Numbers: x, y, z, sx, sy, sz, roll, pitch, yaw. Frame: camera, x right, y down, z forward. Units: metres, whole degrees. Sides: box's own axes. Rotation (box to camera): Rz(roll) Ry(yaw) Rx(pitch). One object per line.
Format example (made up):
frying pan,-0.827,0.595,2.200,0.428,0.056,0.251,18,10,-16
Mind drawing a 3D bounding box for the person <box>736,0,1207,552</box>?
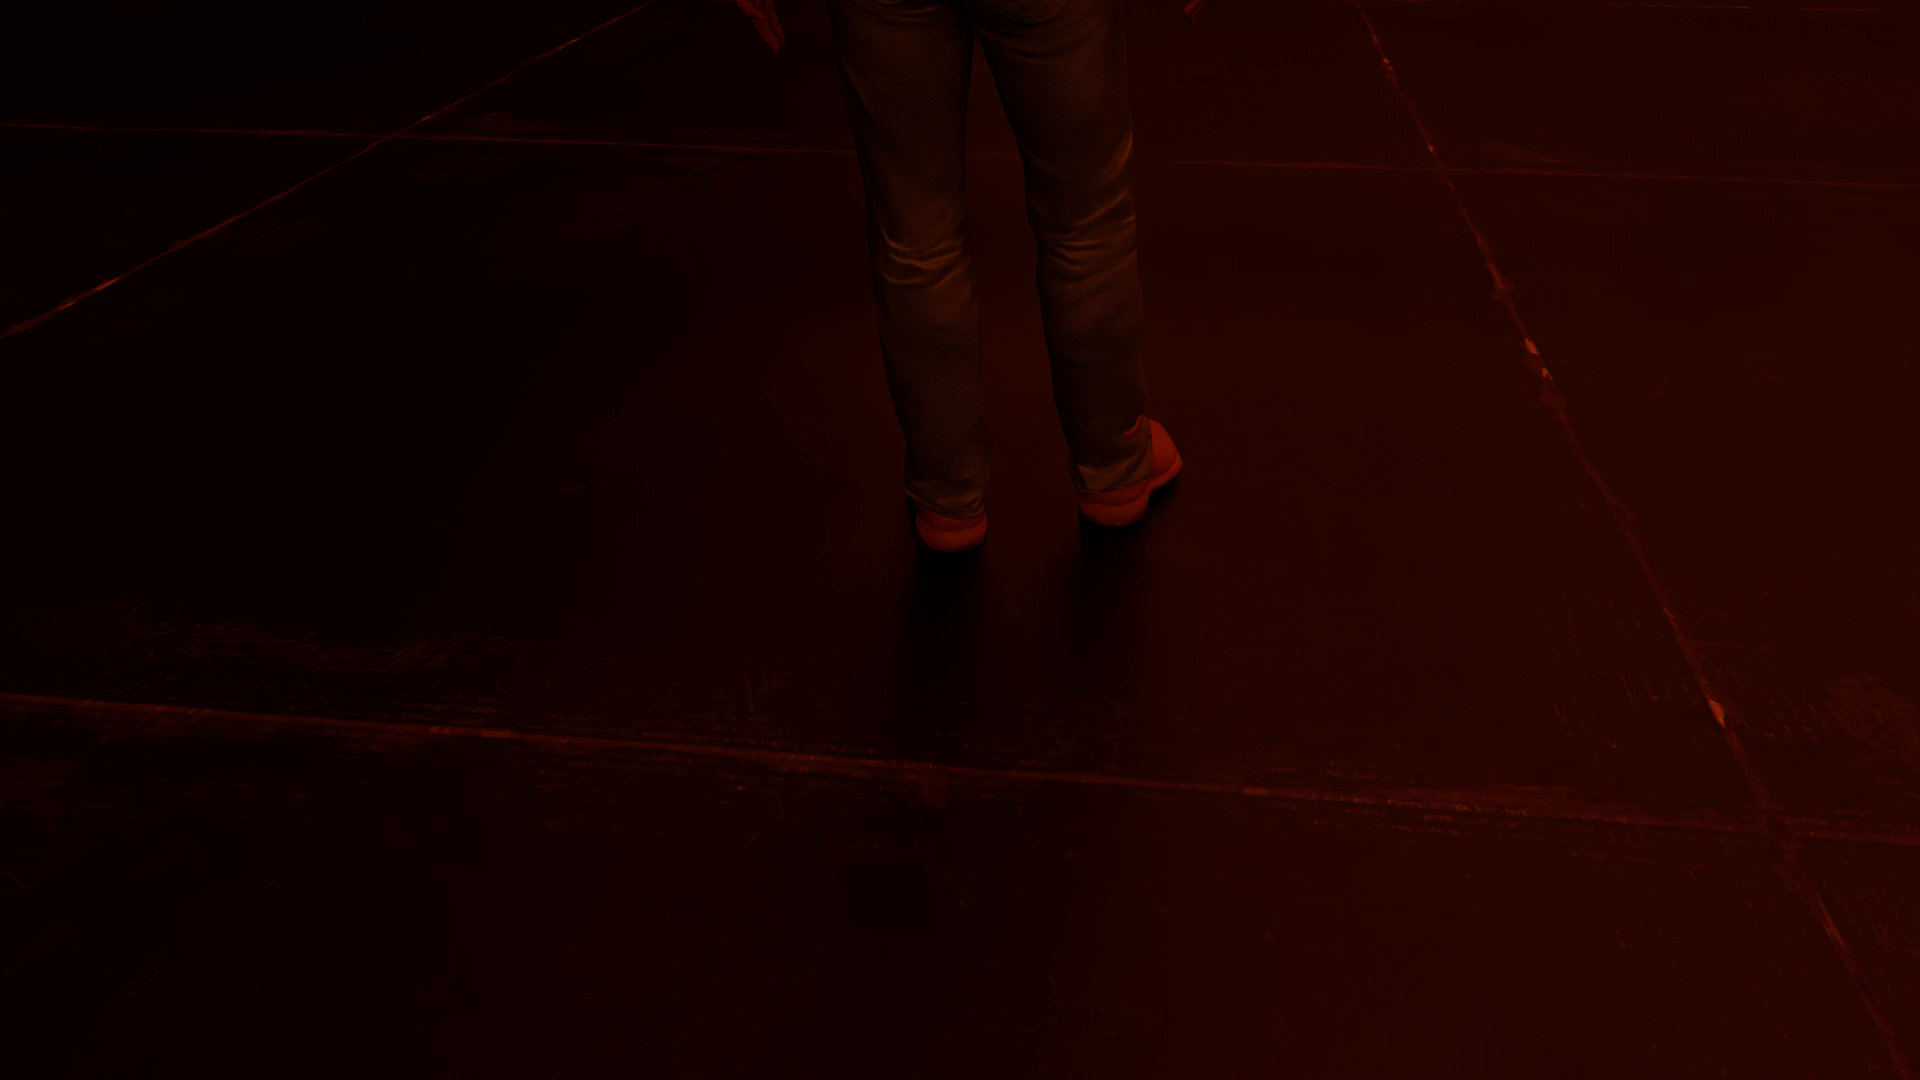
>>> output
person,0.015,-0.827,2.164,0.665,1.765,0.576,3,27,7
